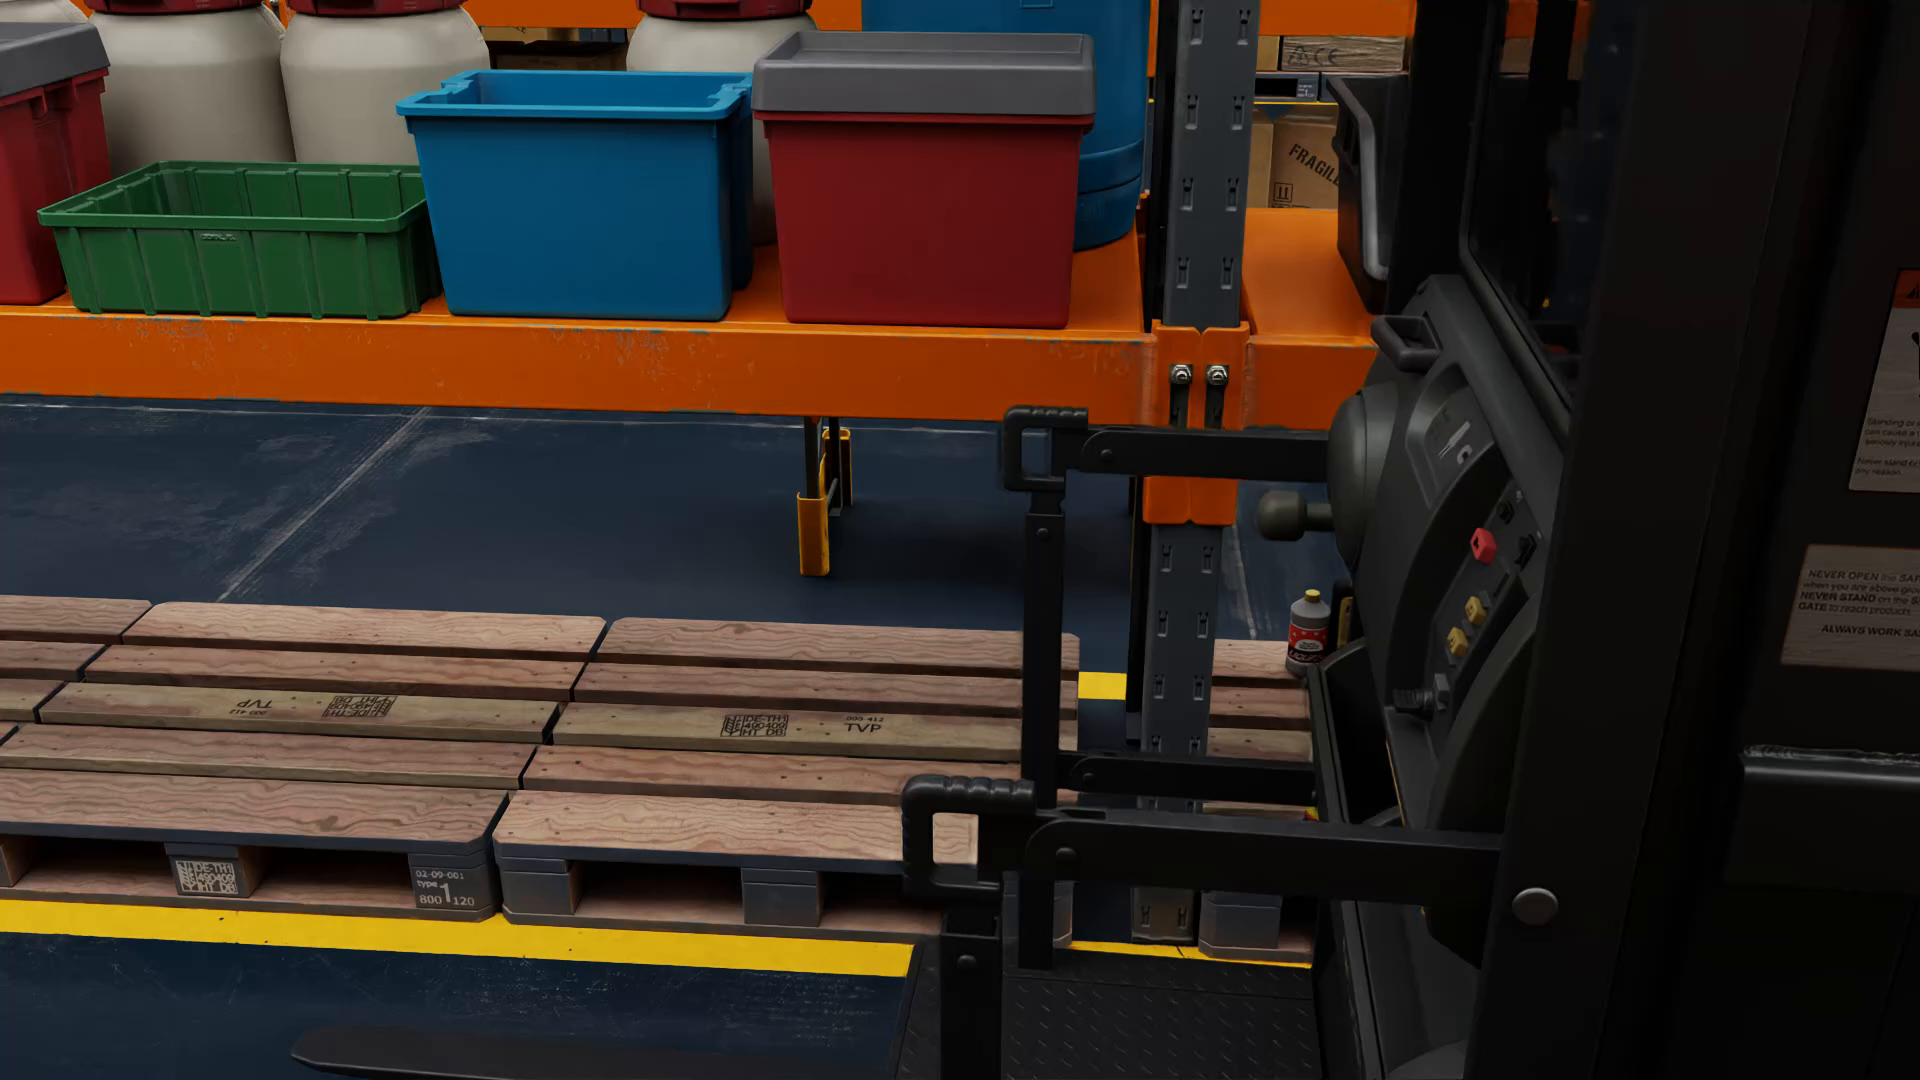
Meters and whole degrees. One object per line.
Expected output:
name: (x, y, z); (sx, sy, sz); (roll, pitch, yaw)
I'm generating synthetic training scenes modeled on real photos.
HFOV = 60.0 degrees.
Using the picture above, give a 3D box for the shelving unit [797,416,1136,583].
shelving unit: (0.076, -0.679, 4.931); (1.083, 1.500, 0.587); (2, 25, 4)

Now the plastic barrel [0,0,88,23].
plastic barrel: (-2.070, -0.957, 3.609); (0.421, 0.512, 0.421); (0, 25, 0)

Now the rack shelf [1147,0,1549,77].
rack shelf: (2.830, -2.410, 7.759); (4.000, 0.370, 1.077); (2, 25, 4)

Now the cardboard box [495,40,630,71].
cardboard box: (-1.953, -2.312, 8.252); (0.500, 0.250, 0.500); (5, 25, 10)

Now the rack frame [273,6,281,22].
rack frame: (-3.153, -2.928, 8.026); (0.127, 3.000, 1.000); (2, 25, 4)

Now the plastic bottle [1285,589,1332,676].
plastic bottle: (0.842, 0.217, 4.011); (0.097, 0.201, 0.097); (0, 25, 0)

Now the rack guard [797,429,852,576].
rack guard: (-0.421, -0.127, 5.227); (0.087, 0.250, 0.587); (2, 25, 4)

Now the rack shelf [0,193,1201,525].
rack shelf: (-1.538, -0.473, 3.551); (4.000, 0.370, 1.077); (2, 25, 4)

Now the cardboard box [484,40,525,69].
cardboard box: (-2.482, -2.324, 8.280); (0.500, 0.250, 0.500); (3, 25, 6)

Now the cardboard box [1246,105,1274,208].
cardboard box: (1.231, -1.826, 8.118); (0.500, 0.500, 0.500); (1, 25, 2)

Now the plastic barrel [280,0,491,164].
plastic barrel: (-1.212, -0.943, 3.549); (0.433, 0.535, 0.433); (0, 25, 0)

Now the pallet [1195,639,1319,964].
pallet: (1.123, 0.570, 3.760); (1.213, 0.211, 1.003); (2, 25, 4)

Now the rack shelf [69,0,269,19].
rack shelf: (-5.147, -2.666, 8.315); (4.000, 0.370, 1.077); (2, 25, 4)

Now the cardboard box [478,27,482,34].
cardboard box: (-3.866, -3.978, 12.794); (0.500, 0.500, 0.500); (3, 25, 6)

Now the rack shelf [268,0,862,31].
rack shelf: (-1.159, -2.538, 8.037); (4.000, 0.370, 1.077); (2, 25, 4)

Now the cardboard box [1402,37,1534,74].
cardboard box: (3.746, -3.983, 12.358); (0.875, 0.875, 0.875); (1, 25, 3)

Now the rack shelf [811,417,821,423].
rack shelf: (0.085, -0.515, 5.006); (1.000, 0.185, 0.538); (2, 25, 4)

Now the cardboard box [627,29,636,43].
cardboard box: (-2.072, -4.104, 12.770); (0.750, 0.750, 1.050); (2, 25, 3)

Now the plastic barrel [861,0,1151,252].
plastic barrel: (0.094, -1.102, 3.458); (0.708, 0.901, 0.600); (2, 25, 4)

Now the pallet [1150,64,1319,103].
pallet: (2.068, -3.541, 12.692); (1.213, 0.211, 1.003); (2, 25, 4)

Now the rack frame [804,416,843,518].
rack frame: (-0.422, -0.695, 4.966); (0.032, 1.500, 0.500); (2, 25, 4)

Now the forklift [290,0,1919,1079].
forklift: (0.332, -0.067, 1.889); (3.031, 2.935, 1.130); (3, 25, 6)

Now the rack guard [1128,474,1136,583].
rack guard: (0.573, -0.095, 5.158); (0.087, 0.250, 0.587); (2, 25, 4)

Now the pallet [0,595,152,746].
pallet: (-2.762, 0.444, 4.033); (1.213, 0.211, 1.003); (2, 25, 4)

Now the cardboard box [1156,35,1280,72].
cardboard box: (1.938, -4.041, 12.482); (0.875, 0.875, 0.875); (2, 25, 5)

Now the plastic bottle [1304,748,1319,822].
plastic bottle: (0.741, 0.496, 3.320); (0.097, 0.271, 0.097); (0, 25, 0)

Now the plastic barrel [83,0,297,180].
plastic barrel: (-1.644, -0.957, 3.579); (0.433, 0.535, 0.433); (0, 25, 0)

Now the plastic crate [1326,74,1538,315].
plastic crate: (0.969, -0.638, 3.123); (0.504, 0.338, 0.767); (2, 25, 4)

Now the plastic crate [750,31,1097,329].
plastic crate: (-0.050, -0.653, 3.004); (0.583, 0.464, 0.402); (2, 25, 4)

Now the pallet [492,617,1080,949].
pallet: (-0.330, 0.522, 3.864); (1.213, 0.211, 1.003); (2, 25, 4)

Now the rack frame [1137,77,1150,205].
rack frame: (0.836, -2.800, 7.747); (0.127, 3.000, 1.000); (2, 25, 4)

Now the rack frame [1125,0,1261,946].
rack frame: (0.456, -0.736, 3.261); (0.127, 3.000, 1.000); (2, 25, 4)

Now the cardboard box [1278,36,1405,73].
cardboard box: (2.837, -4.013, 12.423); (0.875, 0.875, 0.875); (2, 25, 4)

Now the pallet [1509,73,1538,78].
pallet: (4.501, -3.463, 12.523); (1.213, 0.211, 1.003); (2, 25, 4)

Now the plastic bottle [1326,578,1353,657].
plastic bottle: (0.961, 0.176, 4.002); (0.133, 0.283, 0.061); (3, 25, 7)

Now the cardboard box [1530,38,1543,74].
cardboard box: (4.623, -3.956, 12.299); (0.875, 0.875, 0.875); (2, 25, 4)

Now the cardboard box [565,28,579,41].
cardboard box: (-3.358, -4.177, 13.226); (0.500, 0.500, 0.500); (1, 25, 2)

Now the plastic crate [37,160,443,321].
plastic crate: (-1.302, -0.578, 3.171); (0.662, 0.188, 0.450); (2, 25, 4)

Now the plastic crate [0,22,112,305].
plastic crate: (-1.944, -0.714, 3.136); (0.583, 0.464, 0.402); (2, 25, 4)

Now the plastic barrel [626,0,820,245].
plastic barrel: (-0.481, -0.920, 3.498); (0.433, 0.535, 0.433); (0, 25, 0)

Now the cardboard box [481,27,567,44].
cardboard box: (-3.348, -3.960, 12.755); (0.500, 0.500, 0.500); (2, 25, 4)

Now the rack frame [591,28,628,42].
rack frame: (-2.672, -4.992, 12.511); (0.127, 3.000, 1.000); (2, 25, 4)

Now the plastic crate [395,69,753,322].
plastic crate: (-0.667, -0.634, 3.059); (0.575, 0.384, 0.392); (2, 25, 4)

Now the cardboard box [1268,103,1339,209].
cardboard box: (1.803, -1.811, 8.085); (0.500, 0.500, 0.500); (10, 27, 21)

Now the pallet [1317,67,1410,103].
pallet: (3.288, -3.503, 12.610); (1.213, 0.211, 1.003); (2, 25, 4)

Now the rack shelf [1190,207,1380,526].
rack shelf: (2.450, -0.345, 3.272); (4.000, 0.370, 1.077); (2, 25, 4)

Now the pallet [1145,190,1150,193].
pallet: (1.508, -1.527, 8.316); (1.213, 0.211, 1.003); (2, 25, 4)

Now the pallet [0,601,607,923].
pallet: (-1.549, 0.484, 3.946); (1.213, 0.211, 1.003); (2, 25, 4)
